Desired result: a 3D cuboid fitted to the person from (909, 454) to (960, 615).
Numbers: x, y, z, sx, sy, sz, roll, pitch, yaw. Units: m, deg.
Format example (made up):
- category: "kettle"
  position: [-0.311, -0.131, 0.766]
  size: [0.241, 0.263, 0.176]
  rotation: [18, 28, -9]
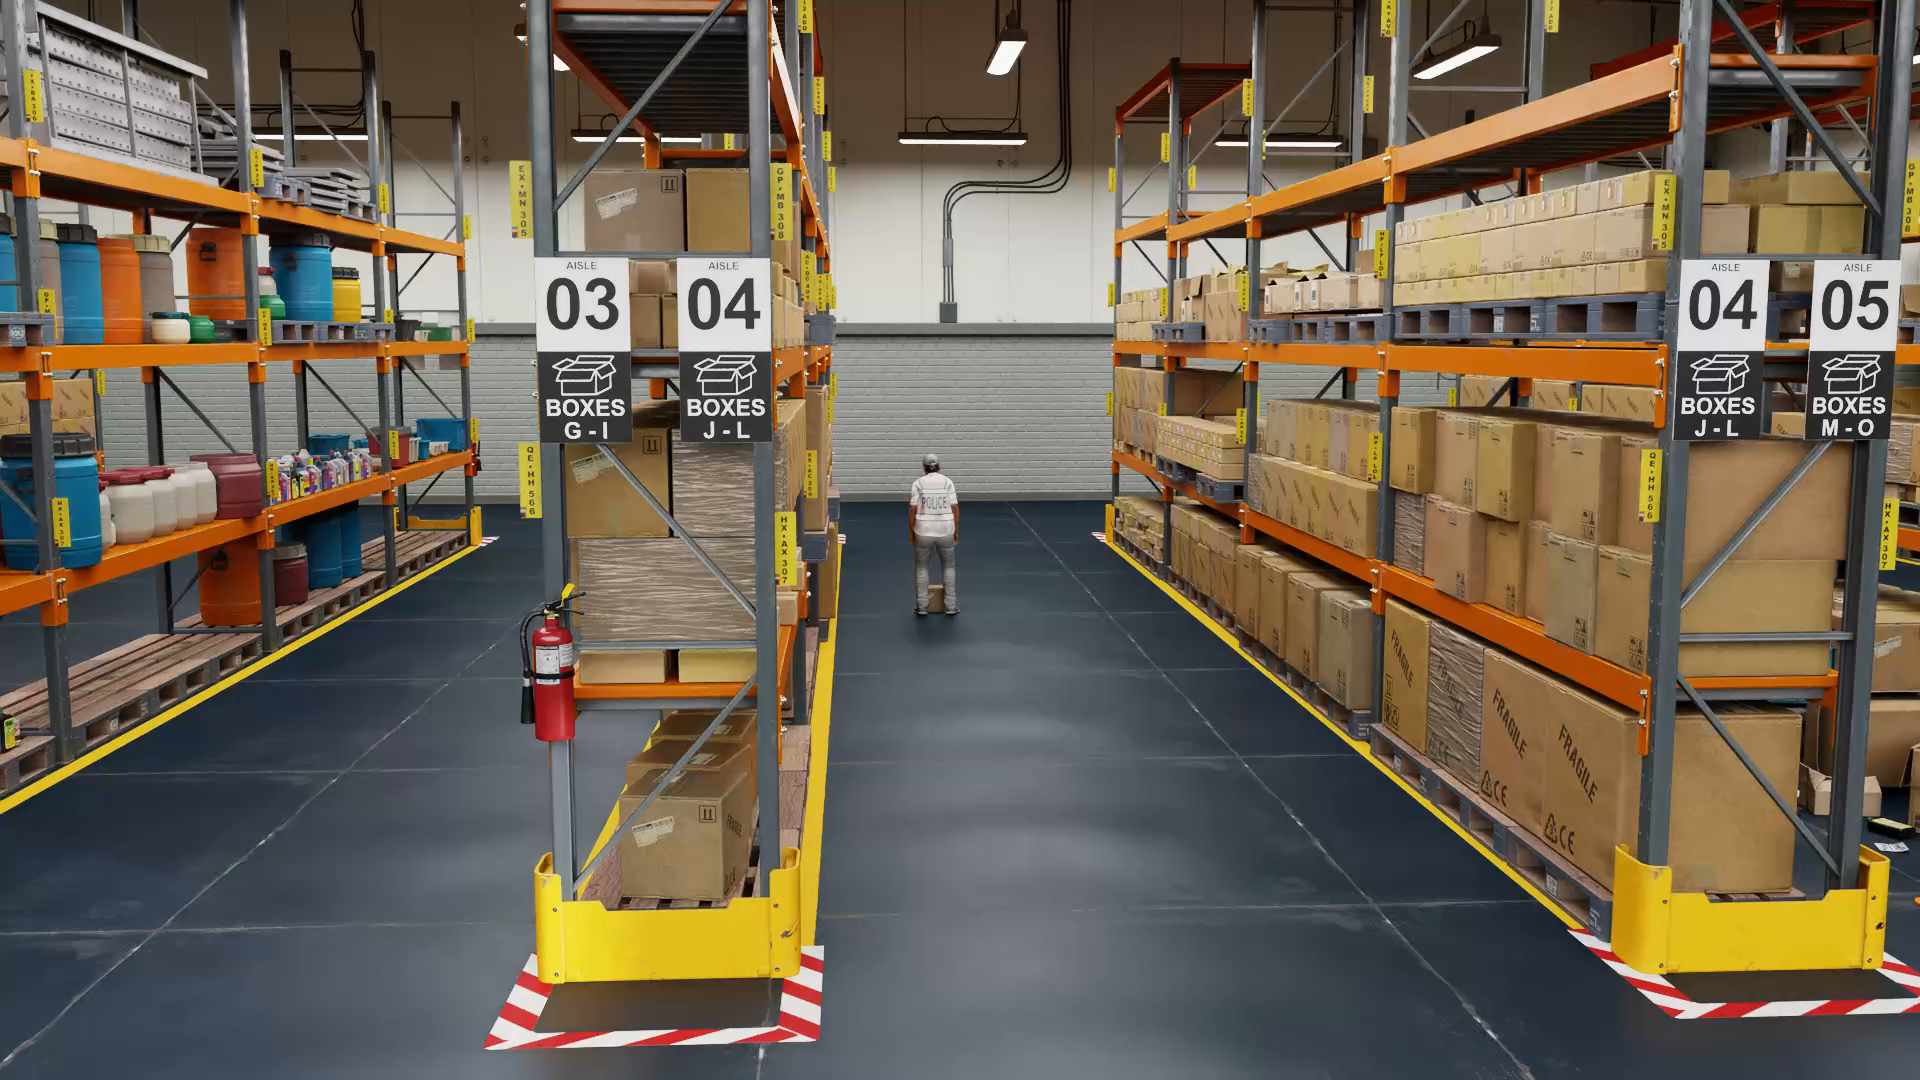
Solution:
- category: "person"
  position: [-0.264, -0.059, 17.210]
  size: [0.540, 1.665, 0.467]
  rotation: [-1, 7, -5]
